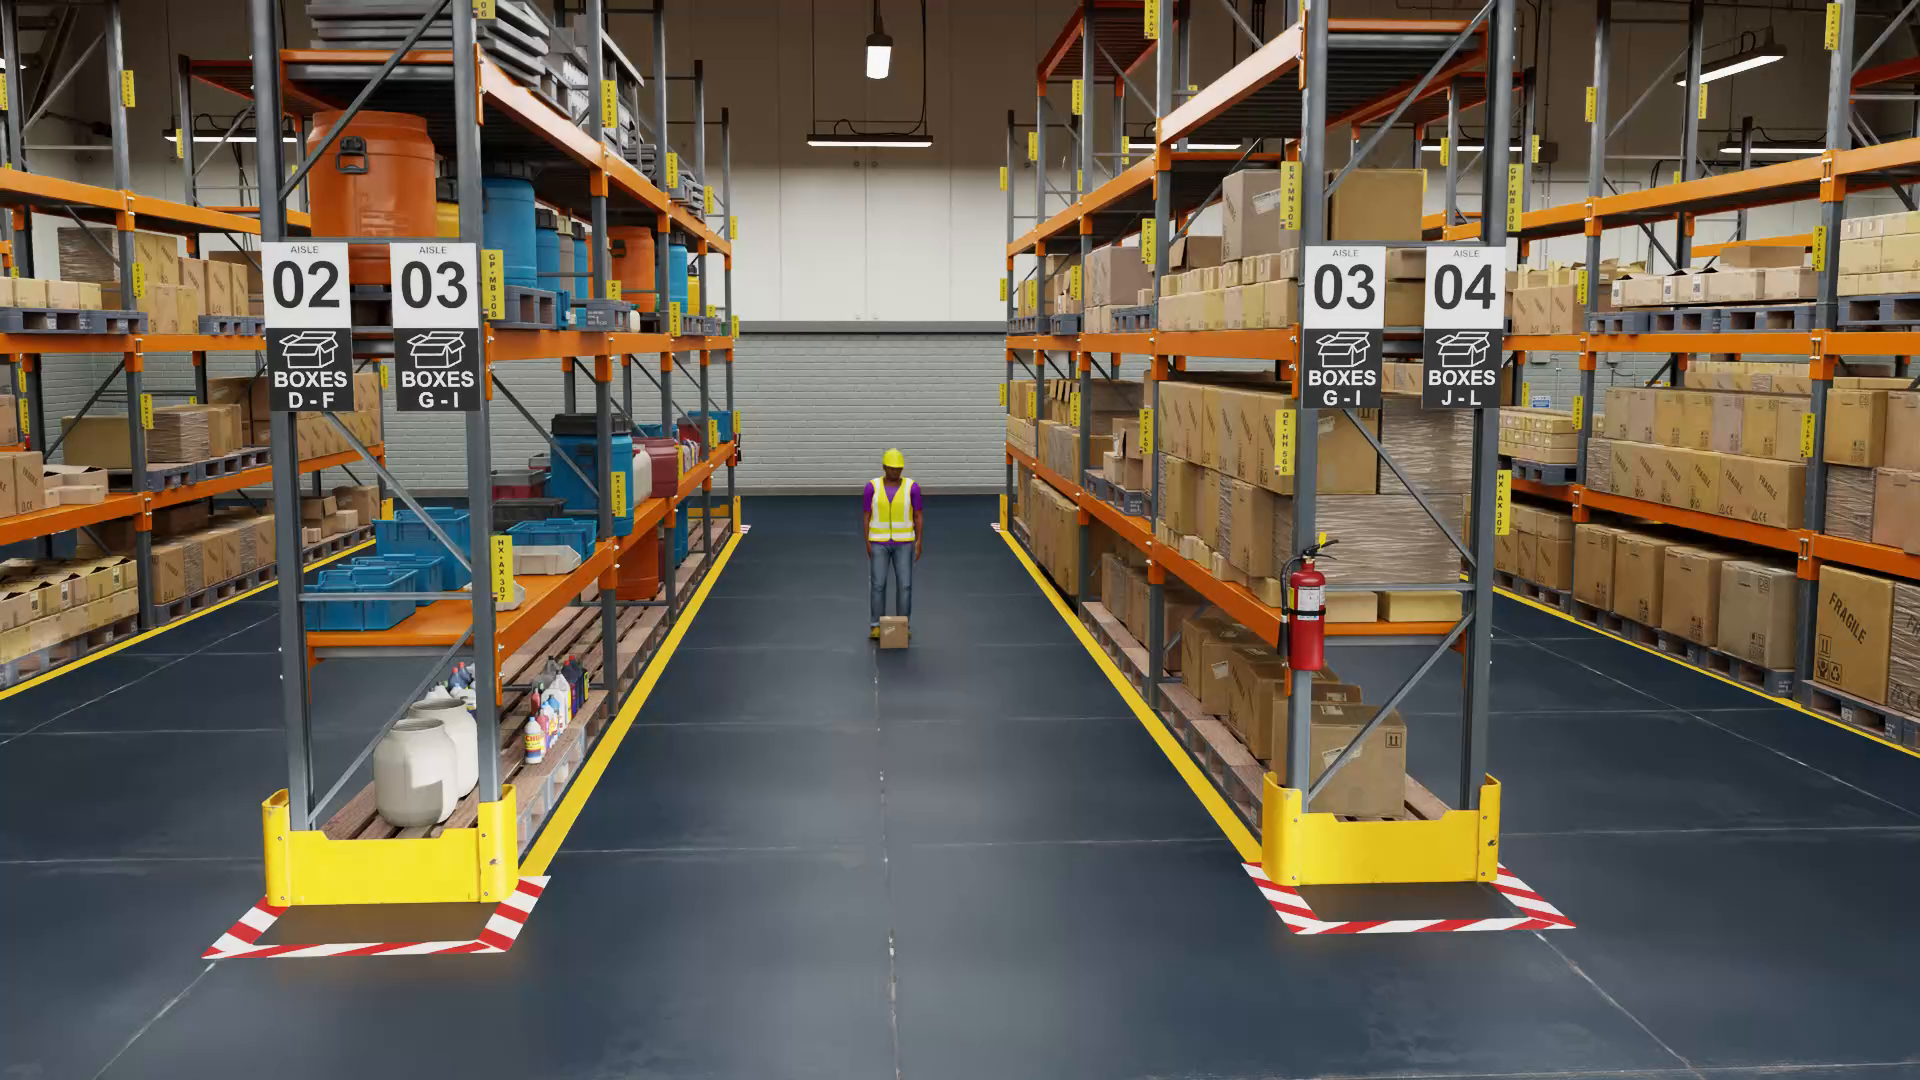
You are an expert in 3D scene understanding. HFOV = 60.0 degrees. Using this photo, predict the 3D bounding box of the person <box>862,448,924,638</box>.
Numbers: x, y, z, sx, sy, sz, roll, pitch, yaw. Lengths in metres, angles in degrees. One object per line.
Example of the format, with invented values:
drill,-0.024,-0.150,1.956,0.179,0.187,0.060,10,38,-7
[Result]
person,-0.620,0.026,15.431,0.566,1.762,0.365,0,7,-3
